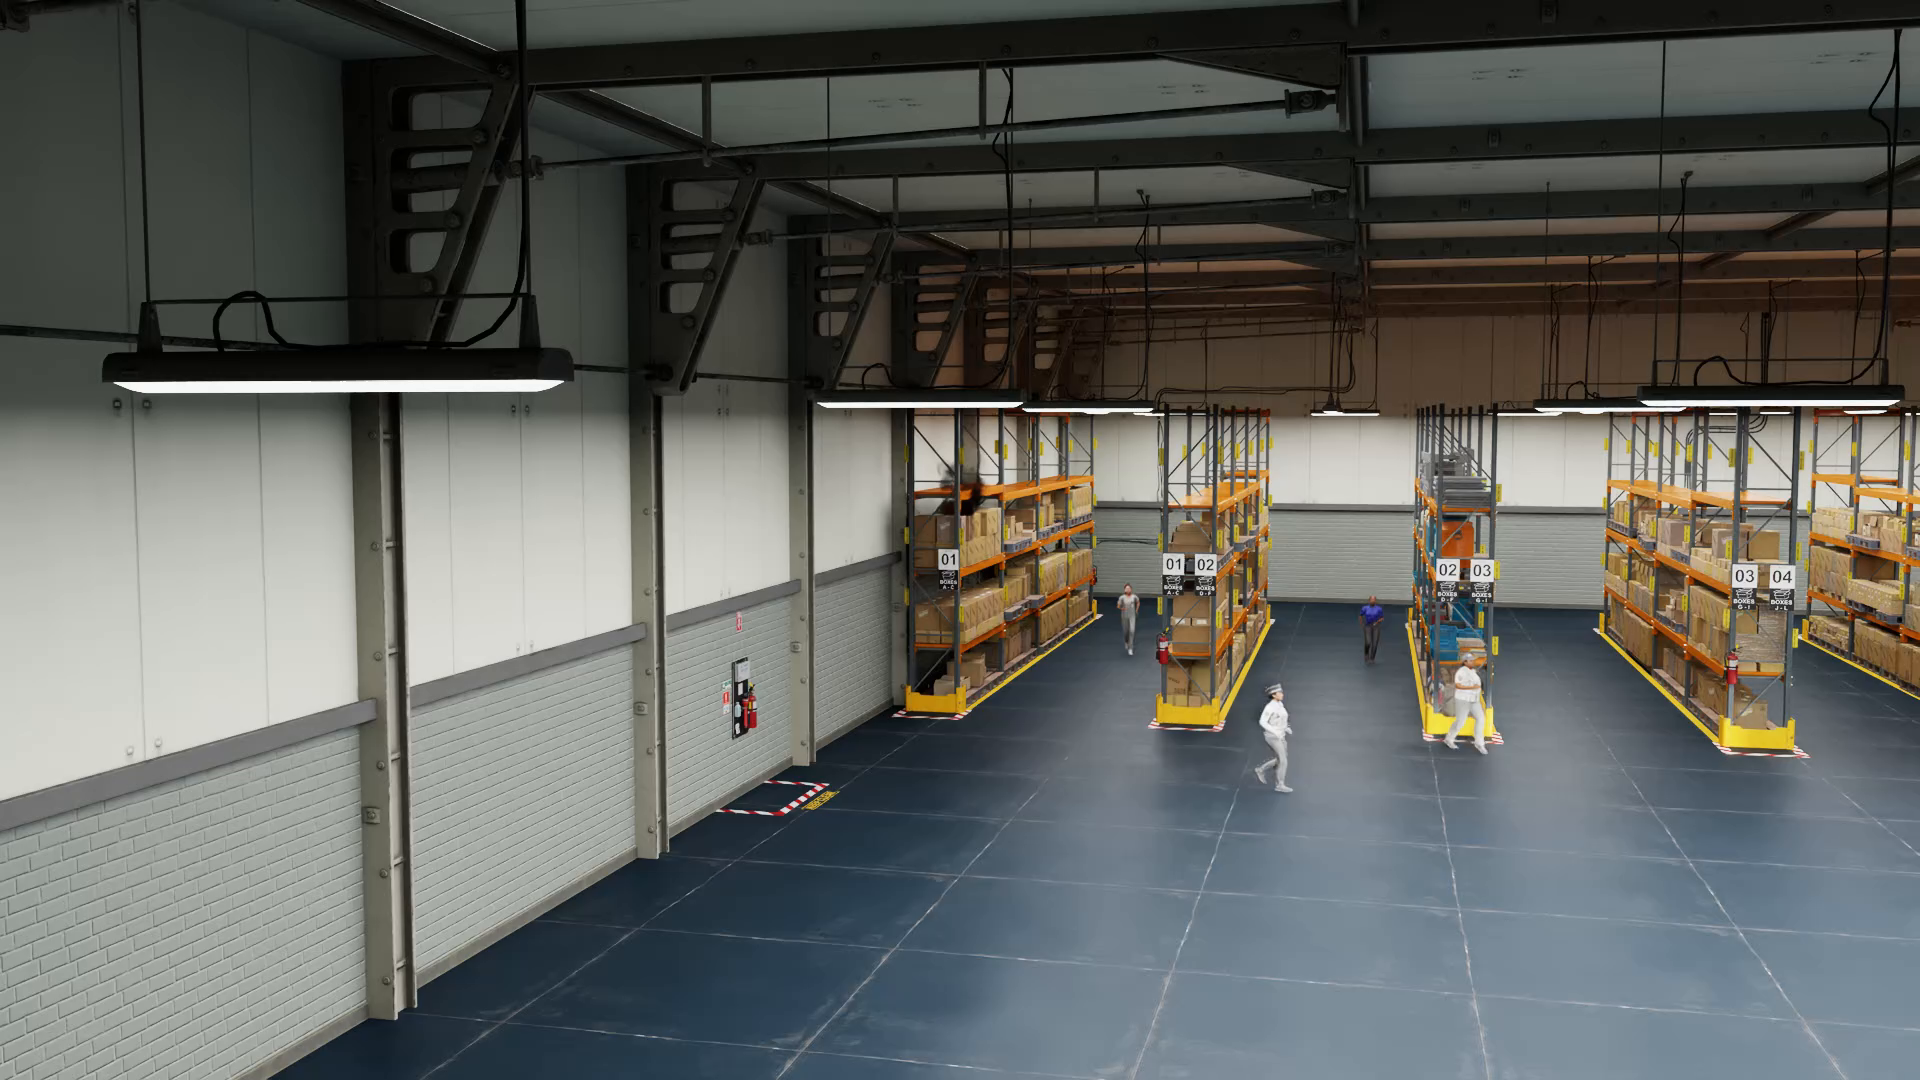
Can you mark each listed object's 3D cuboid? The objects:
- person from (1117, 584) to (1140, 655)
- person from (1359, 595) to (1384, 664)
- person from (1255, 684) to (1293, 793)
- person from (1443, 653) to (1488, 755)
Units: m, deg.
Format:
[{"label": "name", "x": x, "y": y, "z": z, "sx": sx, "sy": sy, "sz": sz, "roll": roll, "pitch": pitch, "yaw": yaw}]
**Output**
[{"label": "person", "x": 4.116, "y": 1.917, "z": 40.666, "sx": 0.566, "sy": 1.684, "sz": 0.956, "roll": 0, "pitch": 4, "yaw": 4}, {"label": "person", "x": 9.574, "y": 2.106, "z": 38.679, "sx": 0.560, "sy": 1.586, "sz": 0.599, "roll": 1, "pitch": 4, "yaw": 9}, {"label": "person", "x": 4.829, "y": 3.028, "z": 25.586, "sx": 0.641, "sy": 1.664, "sz": 0.641, "roll": 3, "pitch": 5, "yaw": 33}, {"label": "person", "x": 8.713, "y": 2.806, "z": 28.575, "sx": 0.606, "sy": 1.717, "sz": 0.748, "roll": -3, "pitch": 5, "yaw": -37}]
